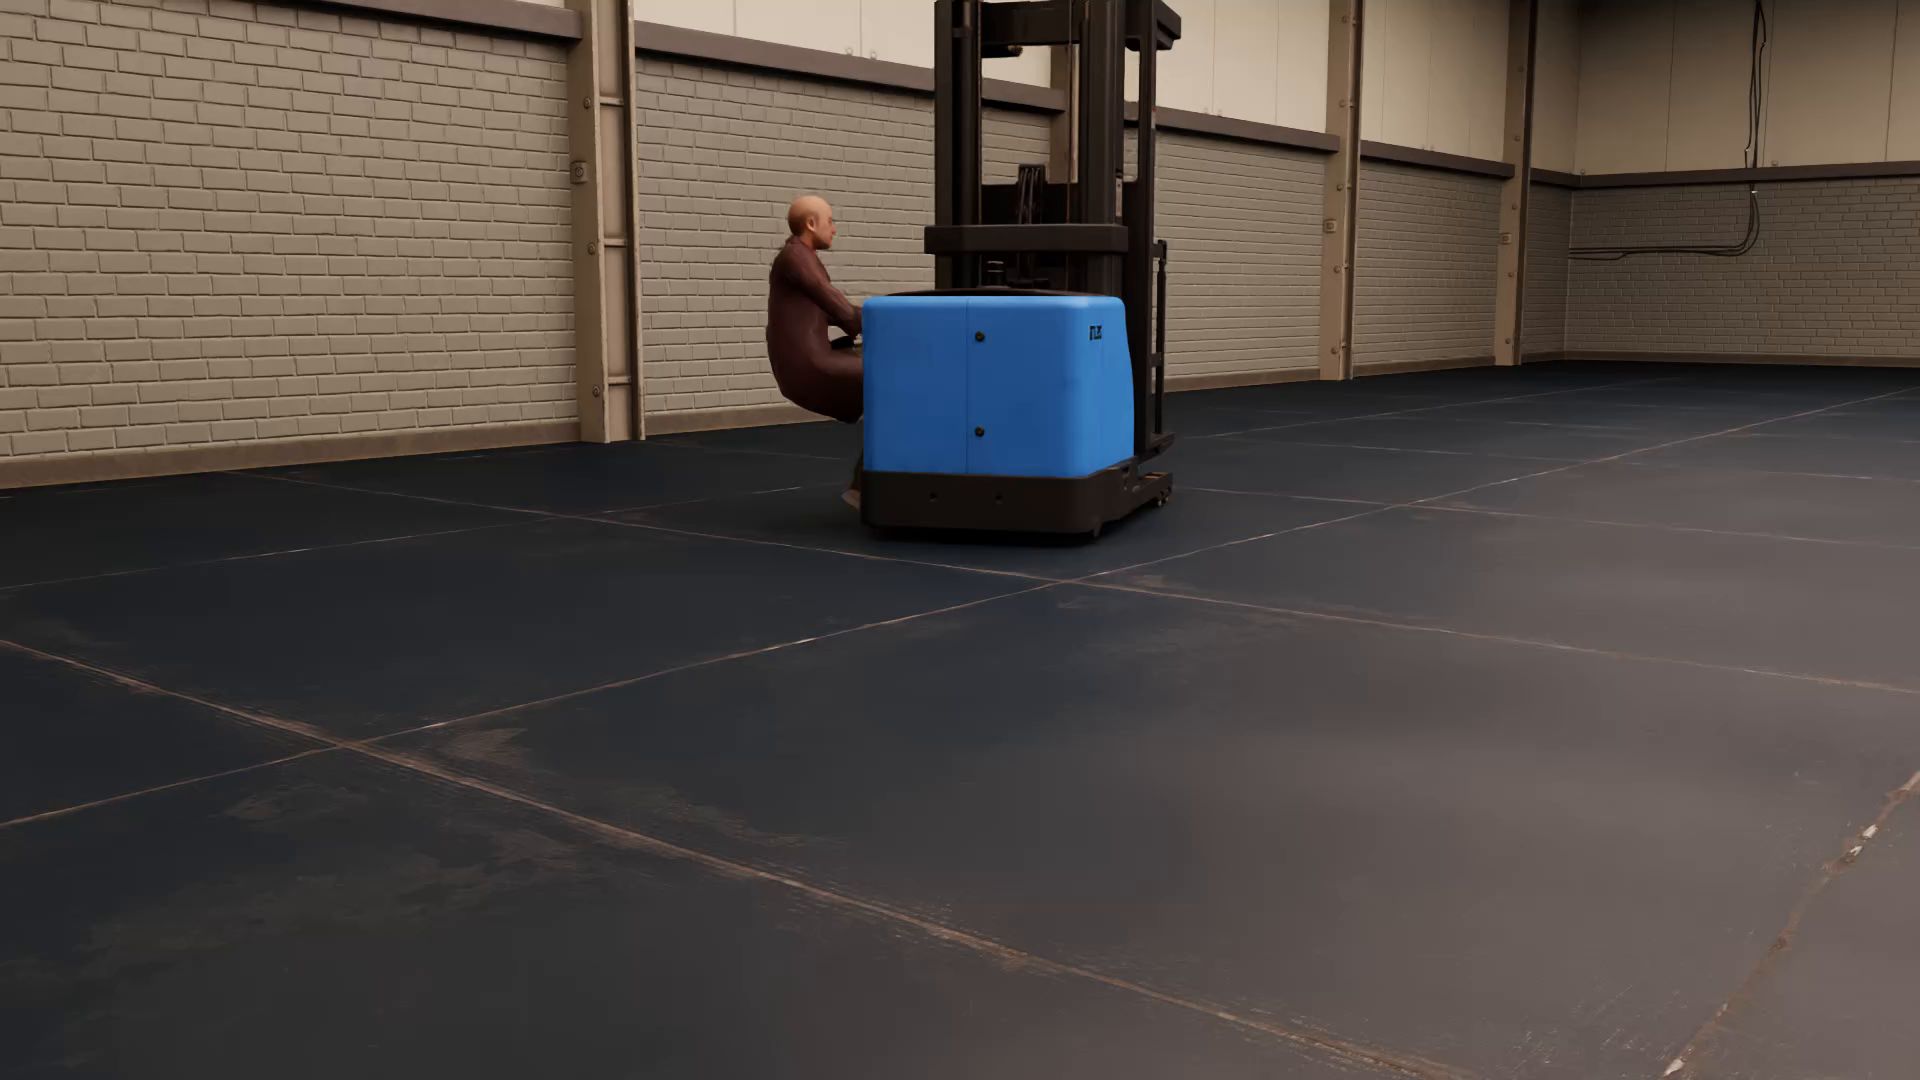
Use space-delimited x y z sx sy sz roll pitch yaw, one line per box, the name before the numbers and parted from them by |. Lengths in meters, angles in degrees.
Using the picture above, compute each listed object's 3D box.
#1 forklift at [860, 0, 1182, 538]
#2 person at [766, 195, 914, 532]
forklift | 0.491 -1.634 8.446 1.130 2.935 3.031 3 9 18
person | -0.459 -0.835 7.828 0.896 1.544 0.944 -3 9 -17
